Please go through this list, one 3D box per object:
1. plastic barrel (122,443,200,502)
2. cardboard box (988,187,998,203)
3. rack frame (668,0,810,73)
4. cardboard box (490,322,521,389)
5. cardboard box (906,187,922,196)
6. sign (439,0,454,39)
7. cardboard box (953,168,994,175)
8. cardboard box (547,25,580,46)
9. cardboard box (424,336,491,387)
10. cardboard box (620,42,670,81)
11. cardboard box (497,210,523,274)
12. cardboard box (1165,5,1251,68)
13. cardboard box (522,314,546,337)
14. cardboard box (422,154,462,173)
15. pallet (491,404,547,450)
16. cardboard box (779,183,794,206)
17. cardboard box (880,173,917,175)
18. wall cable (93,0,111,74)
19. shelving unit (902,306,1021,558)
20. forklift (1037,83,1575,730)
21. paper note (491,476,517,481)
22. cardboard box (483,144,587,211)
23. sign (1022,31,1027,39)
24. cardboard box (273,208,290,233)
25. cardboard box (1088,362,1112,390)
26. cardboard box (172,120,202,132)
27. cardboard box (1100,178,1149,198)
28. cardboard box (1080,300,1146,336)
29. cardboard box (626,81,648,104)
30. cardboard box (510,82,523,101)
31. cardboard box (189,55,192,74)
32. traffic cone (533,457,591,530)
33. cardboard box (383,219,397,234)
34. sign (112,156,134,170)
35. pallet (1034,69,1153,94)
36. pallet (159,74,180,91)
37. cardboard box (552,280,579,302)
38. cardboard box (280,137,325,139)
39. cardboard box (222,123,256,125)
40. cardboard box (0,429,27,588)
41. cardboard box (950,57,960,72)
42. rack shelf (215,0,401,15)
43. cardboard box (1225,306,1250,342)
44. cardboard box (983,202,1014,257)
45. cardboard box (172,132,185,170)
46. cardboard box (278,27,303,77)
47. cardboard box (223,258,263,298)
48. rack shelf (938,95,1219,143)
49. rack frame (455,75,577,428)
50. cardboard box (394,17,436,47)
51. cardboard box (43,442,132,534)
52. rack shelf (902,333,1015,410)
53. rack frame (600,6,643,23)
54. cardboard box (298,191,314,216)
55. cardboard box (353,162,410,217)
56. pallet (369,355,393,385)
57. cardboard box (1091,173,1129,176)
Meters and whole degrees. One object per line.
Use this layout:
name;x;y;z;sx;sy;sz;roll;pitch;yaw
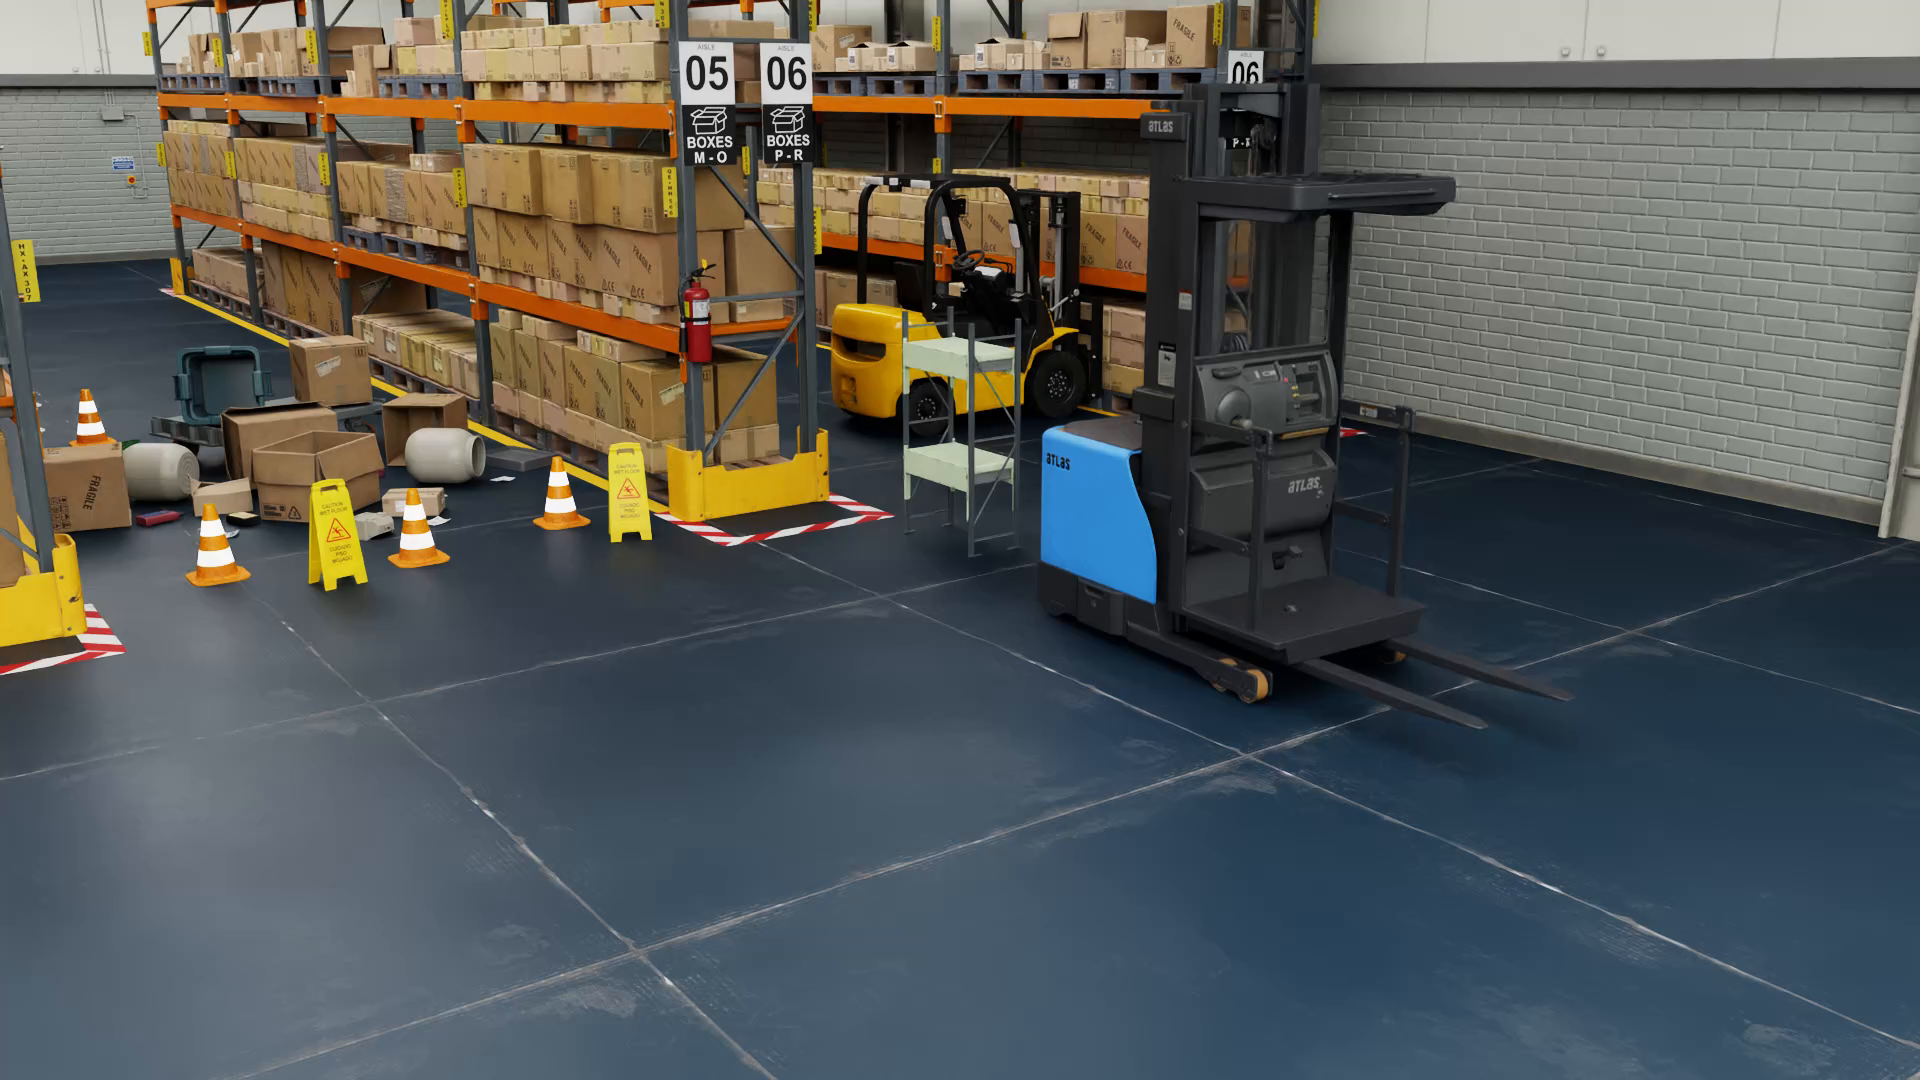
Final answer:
plastic barrel;-5.848;-0.492;12.072;0.512;0.421;0.421;1;15;4
cardboard box;0.505;-3.446;16.566;0.380;0.149;0.250;-11;19;-35
rack frame;-1.460;-4.568;10.721;1.000;3.000;0.127;-11;19;-35
cardboard box;-3.683;-1.599;14.228;0.500;0.500;0.500;-10;18;-32
cardboard box;-0.346;-3.752;17.684;0.380;0.149;0.250;-11;19;-35
sign;-4.258;-4.328;13.800;0.100;0.325;0.005;-11;19;-35
cardboard box;0.149;-3.690;16.896;0.380;0.149;0.250;-10;18;-33
cardboard box;-2.826;-3.734;12.318;0.380;0.149;0.250;-10;18;-33
cardboard box;-4.547;-1.728;15.892;0.950;0.372;0.625;-10;18;-31
cardboard box;-1.979;-3.260;11.344;0.500;0.250;0.500;-11;19;-35
cardboard box;-3.464;-2.480;13.701;0.500;0.500;0.500;-11;19;-35
cardboard box;2.096;-4.248;14.060;0.500;0.500;0.500;-10;18;-33
cardboard box;-3.355;-1.766;13.611;0.380;0.149;0.250;-10;18;-32
cardboard box;-4.681;-3.445;15.202;0.380;0.149;0.250;-12;19;-36
pallet;-3.388;-1.046;14.498;1.003;0.211;1.213;-11;19;-35
cardboard box;-1.794;-4.083;19.650;0.500;0.250;0.500;-10;18;-33
cardboard box;-0.691;-4.102;18.964;0.380;0.149;0.250;-11;19;-34
wall cable;-14.440;-9.156;27.482;0.463;3.000;0.029;-11;19;-35
shelving unit;0.004;-0.722;10.873;0.431;1.500;0.755;-11;19;-35
forklift;1.688;-0.758;8.292;1.130;2.935;3.031;-10;18;-33
paper note;-3.501;-0.474;12.752;0.148;0.019;0.142;10;18;33
cardboard box;-3.446;-2.963;13.572;0.700;0.500;0.500;-11;19;-34
sign;0.649;-5.121;17.293;0.100;0.325;0.005;-11;19;-35
cardboard box;-7.590;-3.699;19.195;0.500;0.250;0.500;-11;19;-35
cardboard box;1.450;-1.589;15.614;0.500;0.250;0.500;-11;19;-34
cardboard box;-10.611;-5.698;22.899;0.380;0.149;0.250;-10;18;-33
cardboard box;1.497;-3.197;15.093;0.380;0.149;0.250;-10;18;-33
cardboard box;1.420;-2.069;15.472;0.500;0.250;0.500;-11;19;-34
cardboard box;-2.069;-3.081;11.445;0.380;0.149;0.250;-11;19;-34
cardboard box;-3.368;-3.590;13.304;0.380;0.149;0.250;-10;18;-33
cardboard box;-10.028;-6.418;22.347;0.500;0.311;0.500;-10;18;-34
traffic cone;-2.756;-0.343;11.451;0.336;0.463;0.334;-11;19;-35
cardboard box;-5.510;-3.134;16.523;0.380;0.149;0.250;-10;18;-31
sign;-14.277;-6.428;28.366;0.327;0.218;0.001;-11;19;-35
pallet;1.437;-4.266;15.465;1.003;0.211;1.213;-11;19;-35
pallet;-10.423;-6.338;23.038;1.003;0.211;1.213;-11;19;-35
cardboard box;-2.970;-1.966;13.055;0.380;0.149;0.250;-11;19;-35
cardboard box;-8.050;-4.711;20.523;0.500;0.500;0.500;-10;18;-33
cardboard box;-9.160;-5.225;21.171;0.380;0.149;0.250;-11;19;-34
cardboard box;-5.856;-0.197;9.343;0.875;0.875;0.875;-11;19;-34
cardboard box;-0.139;-5.088;17.793;0.380;0.149;0.250;-11;19;-35
rack shelf;-7.339;-6.164;18.670;1.077;0.370;4.000;-11;19;-35
cardboard box;2.424;-1.936;14.988;0.500;0.250;0.500;-11;19;-35
cardboard box;0.571;-3.104;16.547;0.500;0.500;0.500;-10;18;-34
cardboard box;-10.506;-5.366;22.915;0.500;0.500;0.500;-11;19;-36
cardboard box;-6.899;-5.262;17.954;0.700;0.500;0.500;-12;19;-37
cardboard box;-9.325;-3.546;22.406;0.875;0.438;0.875;-12;19;-36
rack shelf;1.377;-3.973;15.590;1.077;0.370;4.000;-11;19;-35
rack frame;-3.812;-2.529;14.633;1.000;3.000;0.127;-11;19;-35
cardboard box;-4.873;-4.665;15.299;0.500;0.250;0.500;-10;18;-34
cardboard box;-6.013;-0.362;11.448;0.500;0.500;0.500;-7;17;-25
rack shelf;0.004;-1.098;10.770;0.431;0.370;0.720;-11;19;-35
rack frame;-4.503;-7.902;22.901;1.000;3.000;0.127;-11;19;-35
cardboard box;-6.958;-3.725;18.340;0.500;0.250;0.500;-11;19;-36
cardboard box;-5.774;-3.535;16.761;0.500;0.500;0.500;-10;18;-32
pallet;-5.705;-1.871;17.512;1.003;0.211;1.213;-11;19;-35
cardboard box;1.484;-3.446;16.003;0.380;0.149;0.250;-10;18;-33
